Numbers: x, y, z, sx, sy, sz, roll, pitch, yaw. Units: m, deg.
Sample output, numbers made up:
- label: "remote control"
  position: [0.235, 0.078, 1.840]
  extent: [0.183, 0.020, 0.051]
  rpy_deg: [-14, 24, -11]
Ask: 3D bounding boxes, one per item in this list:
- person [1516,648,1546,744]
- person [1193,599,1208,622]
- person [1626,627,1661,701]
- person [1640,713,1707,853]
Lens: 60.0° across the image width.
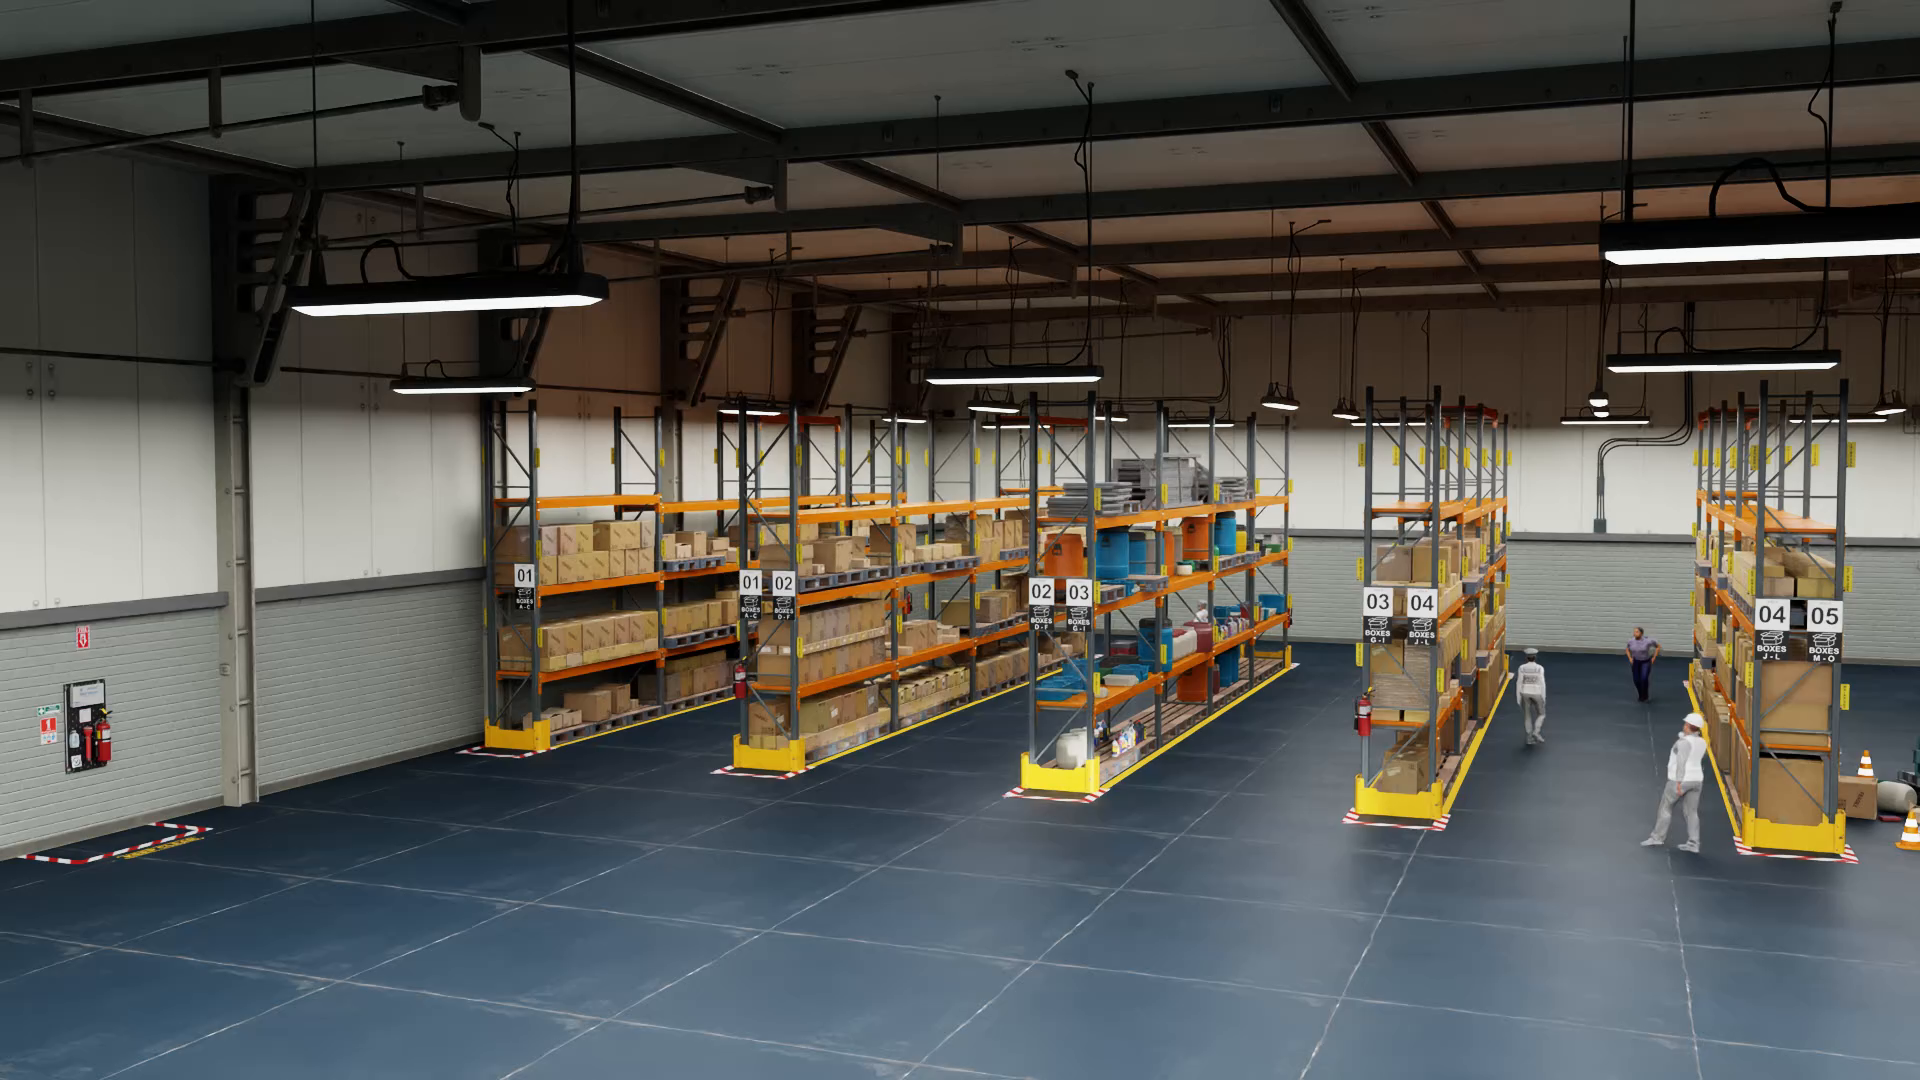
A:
- label: "person"
  position: [9.956, 2.737, 29.005]
  extent: [0.510, 1.673, 0.464]
  rpy_deg: [1, 3, 26]
- label: "person"
  position: [5.582, 2.249, 38.052]
  extent: [0.615, 1.765, 0.474]
  rpy_deg: [-2, 4, -39]
- label: "person"
  position: [14.011, 2.541, 34.095]
  extent: [0.664, 1.561, 0.733]
  rpy_deg: [2, 3, 33]
- label: "person"
  position: [9.197, 3.083, 21.223]
  extent: [0.629, 1.767, 0.746]
  rpy_deg: [-1, 3, -21]
